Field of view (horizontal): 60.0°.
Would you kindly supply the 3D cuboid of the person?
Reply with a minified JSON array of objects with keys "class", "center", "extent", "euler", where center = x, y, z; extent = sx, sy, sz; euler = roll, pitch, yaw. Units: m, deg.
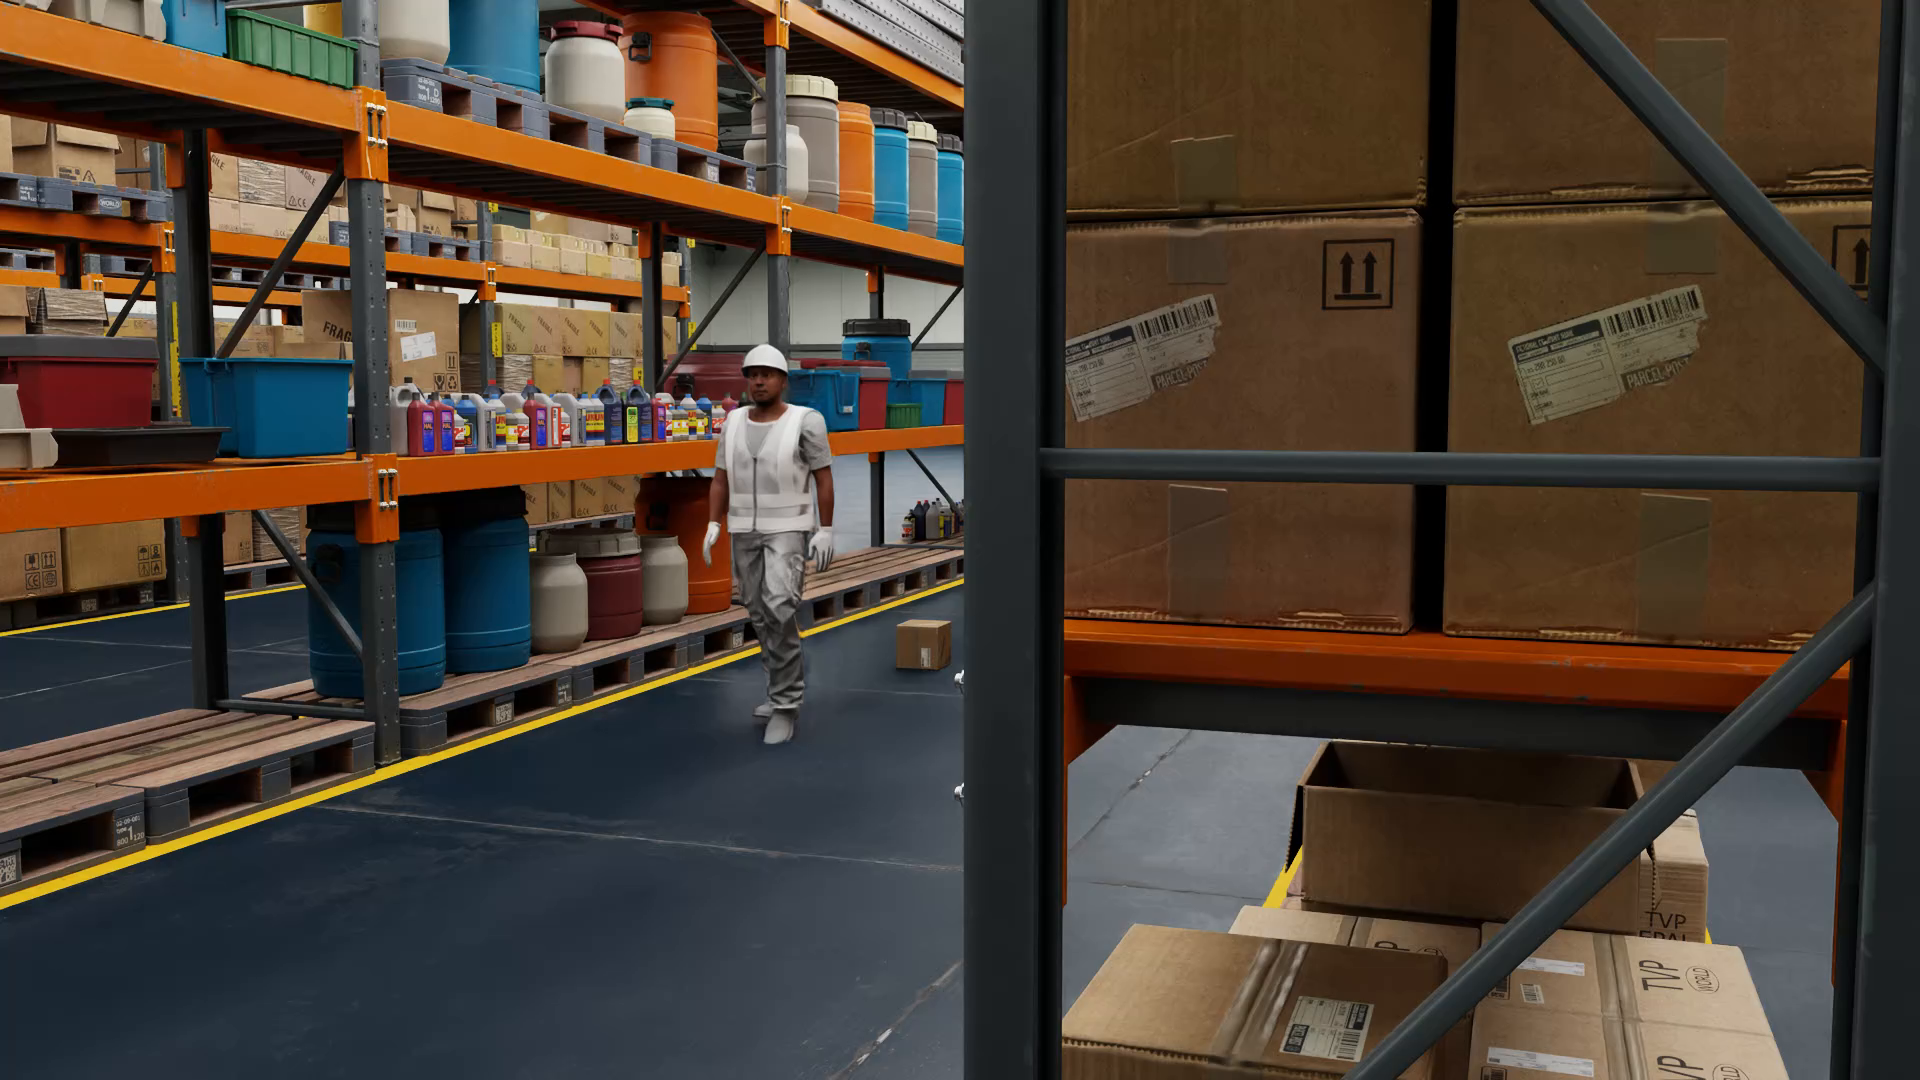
[{"class":"person","center":[-0.896,0.015,7.747],"extent":[0.564,1.842,0.562],"euler":[2,6,22]}]
